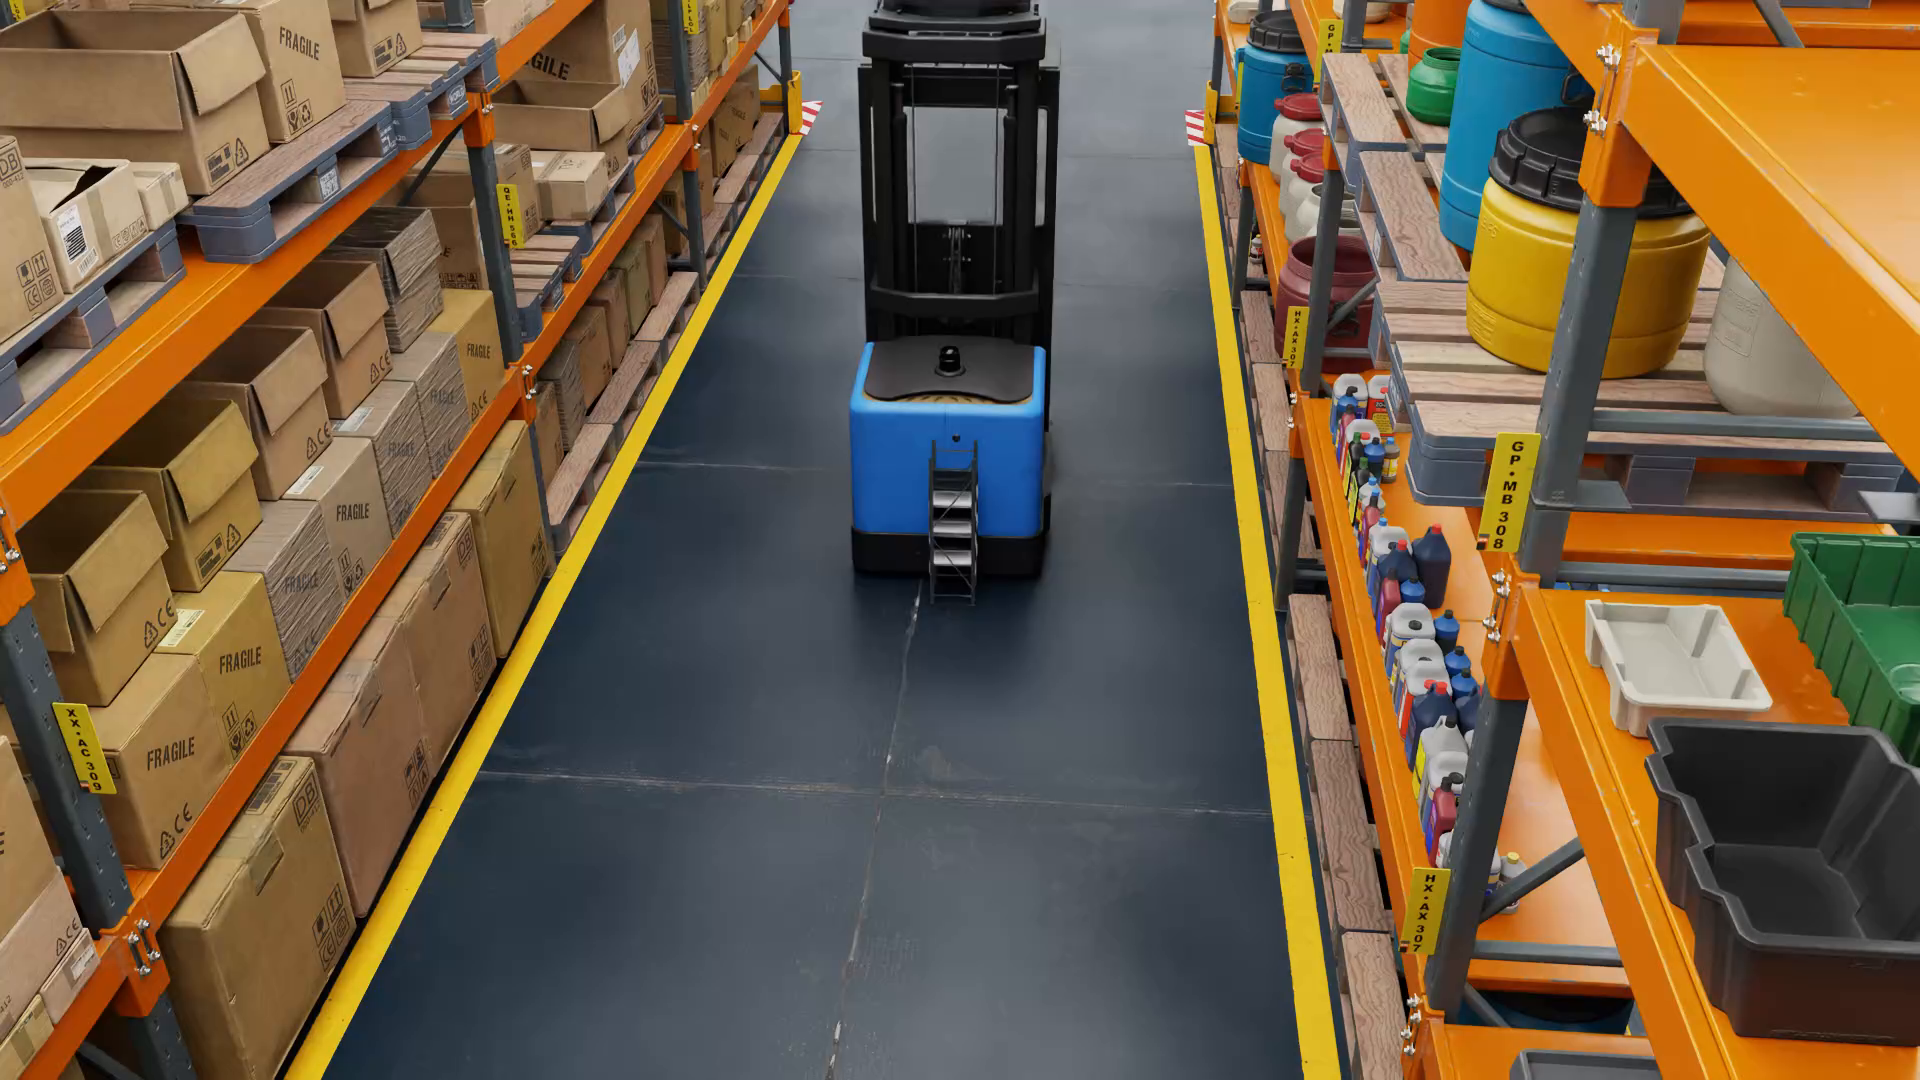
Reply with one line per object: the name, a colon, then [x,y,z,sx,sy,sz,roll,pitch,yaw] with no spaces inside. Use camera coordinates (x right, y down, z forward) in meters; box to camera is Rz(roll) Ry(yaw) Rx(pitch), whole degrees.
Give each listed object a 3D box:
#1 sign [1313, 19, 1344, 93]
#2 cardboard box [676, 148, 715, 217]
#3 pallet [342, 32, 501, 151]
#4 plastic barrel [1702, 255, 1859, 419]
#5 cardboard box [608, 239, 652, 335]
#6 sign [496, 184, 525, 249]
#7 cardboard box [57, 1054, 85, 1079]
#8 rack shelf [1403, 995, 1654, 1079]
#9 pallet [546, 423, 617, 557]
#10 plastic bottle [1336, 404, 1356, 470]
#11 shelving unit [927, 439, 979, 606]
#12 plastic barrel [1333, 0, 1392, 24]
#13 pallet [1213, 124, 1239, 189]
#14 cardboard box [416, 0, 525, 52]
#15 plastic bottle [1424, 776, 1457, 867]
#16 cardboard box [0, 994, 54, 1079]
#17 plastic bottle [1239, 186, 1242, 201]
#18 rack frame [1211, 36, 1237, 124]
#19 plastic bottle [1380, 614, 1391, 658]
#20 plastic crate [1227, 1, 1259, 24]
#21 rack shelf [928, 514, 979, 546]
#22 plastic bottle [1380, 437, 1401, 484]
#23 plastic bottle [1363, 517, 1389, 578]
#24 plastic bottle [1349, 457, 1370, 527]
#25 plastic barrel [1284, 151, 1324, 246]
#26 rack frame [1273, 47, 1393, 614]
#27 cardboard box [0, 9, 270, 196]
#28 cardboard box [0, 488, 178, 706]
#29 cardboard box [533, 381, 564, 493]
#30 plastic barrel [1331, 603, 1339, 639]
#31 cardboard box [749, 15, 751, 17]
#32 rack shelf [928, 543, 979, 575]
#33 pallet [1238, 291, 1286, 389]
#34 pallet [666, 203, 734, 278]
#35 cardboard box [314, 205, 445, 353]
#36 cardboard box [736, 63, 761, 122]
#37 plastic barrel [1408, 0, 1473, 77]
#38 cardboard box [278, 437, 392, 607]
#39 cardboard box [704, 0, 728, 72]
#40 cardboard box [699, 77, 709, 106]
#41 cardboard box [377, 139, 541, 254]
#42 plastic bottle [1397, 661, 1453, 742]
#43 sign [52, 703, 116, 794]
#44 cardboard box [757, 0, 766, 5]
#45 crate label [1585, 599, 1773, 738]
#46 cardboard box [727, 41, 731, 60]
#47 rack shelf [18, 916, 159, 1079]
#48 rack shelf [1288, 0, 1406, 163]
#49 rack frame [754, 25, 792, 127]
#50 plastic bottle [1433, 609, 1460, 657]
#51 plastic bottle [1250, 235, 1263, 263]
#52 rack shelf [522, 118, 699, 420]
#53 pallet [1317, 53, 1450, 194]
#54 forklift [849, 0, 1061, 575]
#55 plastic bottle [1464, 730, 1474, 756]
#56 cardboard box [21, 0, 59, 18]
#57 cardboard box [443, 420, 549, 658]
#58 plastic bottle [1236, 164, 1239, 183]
sign: [1.638,-2.150,7.401,0.100,0.325,0.005,2,32,4]
cardboard box: [-2.313,-2.823,13.234,0.500,0.500,0.500,13,34,19]
pallet: [-2.750,-1.967,7.184,1.213,0.211,1.003,4,32,6]
plastic barrel: [2.154,-0.584,4.231,0.433,0.535,0.433,0,32,0]
cardboard box: [-2.553,-1.756,11.483,0.700,0.500,0.500,2,32,4]
sign: [-2.197,-1.580,8.132,0.100,0.325,0.005,2,32,4]
cardboard box: [-3.209,2.050,4.970,0.875,0.875,0.875,2,32,4]
rack shelf: [1.698,2.546,3.226,1.077,0.370,4.000,2,32,4]
pallet: [-2.685,-0.331,9.866,1.003,0.211,1.213,2,32,4]
plastic bottle: [1.757,-0.466,7.538,0.061,0.283,0.133,2,32,4]
shelving unit: [-0.034,-0.084,8.809,0.258,0.900,0.210,2,32,3]
plastic barrel: [2.057,-2.791,8.473,0.301,0.262,0.301,0,32,0]
pallet: [2.807,-3.428,14.891,1.003,0.211,1.213,2,32,4]
cardboard box: [-2.458,-2.558,8.105,0.500,0.250,0.500,3,32,5]
plastic bottle: [1.544,0.901,5.321,0.061,0.283,0.133,2,32,4]
cardboard box: [-2.795,1.397,4.643,0.380,0.149,0.250,3,32,5]
plastic bottle: [2.336,-2.859,13.558,0.097,0.201,0.097,0,32,0]
rack frame: [2.838,-5.081,14.916,1.000,3.000,0.127,2,32,4]
plastic bottle: [1.654,0.350,6.292,0.097,0.201,0.097,0,32,0]
plastic crate: [2.444,-4.515,14.248,0.298,0.136,0.250,2,32,4]
rack shelf: [-0.034,-0.056,8.826,0.258,0.077,0.200,2,32,3]
plastic bottle: [1.917,-0.363,7.450,0.097,0.201,0.097,0,32,0]
plastic bottle: [1.698,0.033,6.741,0.097,0.271,0.097,0,32,0]
plastic bottle: [1.716,-0.205,7.115,0.061,0.283,0.133,2,32,4]
plastic barrel: [2.121,-1.947,9.700,0.433,0.535,0.433,0,32,0]
rack frame: [2.187,-0.898,8.128,1.000,3.000,0.127,2,32,4]
cardboard box: [-2.895,-1.540,5.813,0.797,0.503,0.637,2,32,3]
cardboard box: [-3.032,0.178,5.331,0.797,0.503,0.637,2,32,3]
cardboard box: [-2.715,-0.584,9.582,0.700,0.500,0.500,1,32,1]
plastic barrel: [2.164,0.104,8.171,0.600,0.830,0.708,2,32,4]
cardboard box: [-2.004,-4.505,14.221,0.380,0.149,0.250,2,32,4]
rack shelf: [-0.034,0.098,8.921,0.258,0.077,0.200,2,32,3]
pallet: [2.487,-1.390,11.585,1.003,0.211,1.213,2,32,4]
pallet: [-2.405,-2.367,13.169,1.003,0.211,1.213,2,32,4]
cardboard box: [-2.826,-1.198,7.563,0.797,0.503,0.637,3,32,6]
cardboard box: [-2.166,-4.082,15.277,0.500,0.500,0.500,8,33,13]
plastic barrel: [2.137,-2.240,6.637,0.600,0.830,0.708,2,32,4]
cardboard box: [-2.671,-0.085,6.714,0.500,0.500,0.500,3,32,5]
cardboard box: [-2.250,-3.863,12.561,0.875,0.500,0.500,2,32,4]
cardboard box: [-2.074,-3.324,12.304,0.380,0.149,0.250,2,32,4]
cardboard box: [-2.800,-1.911,9.277,0.700,0.500,0.500,7,32,11]
plastic bottle: [1.642,0.572,5.862,0.152,0.276,0.135,2,32,4]
sign: [-2.522,0.603,4.793,0.100,0.325,0.005,2,32,4]
cardboard box: [-2.092,-4.909,14.258,0.875,0.500,0.500,2,32,4]
crate label: [1.533,0.272,3.621,0.293,0.136,0.466,2,32,4]
cardboard box: [-2.030,-3.848,13.155,0.380,0.149,0.250,2,32,4]
rack shelf: [-3.239,2.334,3.569,1.077,0.370,4.000,2,32,4]
rack shelf: [2.349,-2.914,9.227,1.077,0.370,4.000,2,32,4]
rack frame: [-2.099,-5.293,15.260,1.000,3.000,0.127,2,32,4]
plastic bottle: [1.797,0.378,6.181,0.097,0.271,0.097,0,32,0]
plastic bottle: [2.231,-2.189,12.470,0.097,0.201,0.097,0,32,0]
rack shelf: [-2.587,-1.849,10.357,1.077,0.370,4.000,2,32,4]
pallet: [2.027,-1.699,6.749,1.003,0.211,1.213,2,32,4]
forklift: [0.009,-1.800,9.658,1.130,2.935,3.031,2,32,3]
plastic bottle: [1.753,0.726,5.540,0.144,0.351,0.185,2,32,4]
cardboard box: [-7.295,-4.181,12.283,0.875,0.550,0.550,2,32,4]
cardboard box: [-2.827,-0.024,8.335,1.225,0.875,0.875,1,32,2]
plastic bottle: [2.371,-3.088,13.930,0.097,0.201,0.097,0,32,0]
